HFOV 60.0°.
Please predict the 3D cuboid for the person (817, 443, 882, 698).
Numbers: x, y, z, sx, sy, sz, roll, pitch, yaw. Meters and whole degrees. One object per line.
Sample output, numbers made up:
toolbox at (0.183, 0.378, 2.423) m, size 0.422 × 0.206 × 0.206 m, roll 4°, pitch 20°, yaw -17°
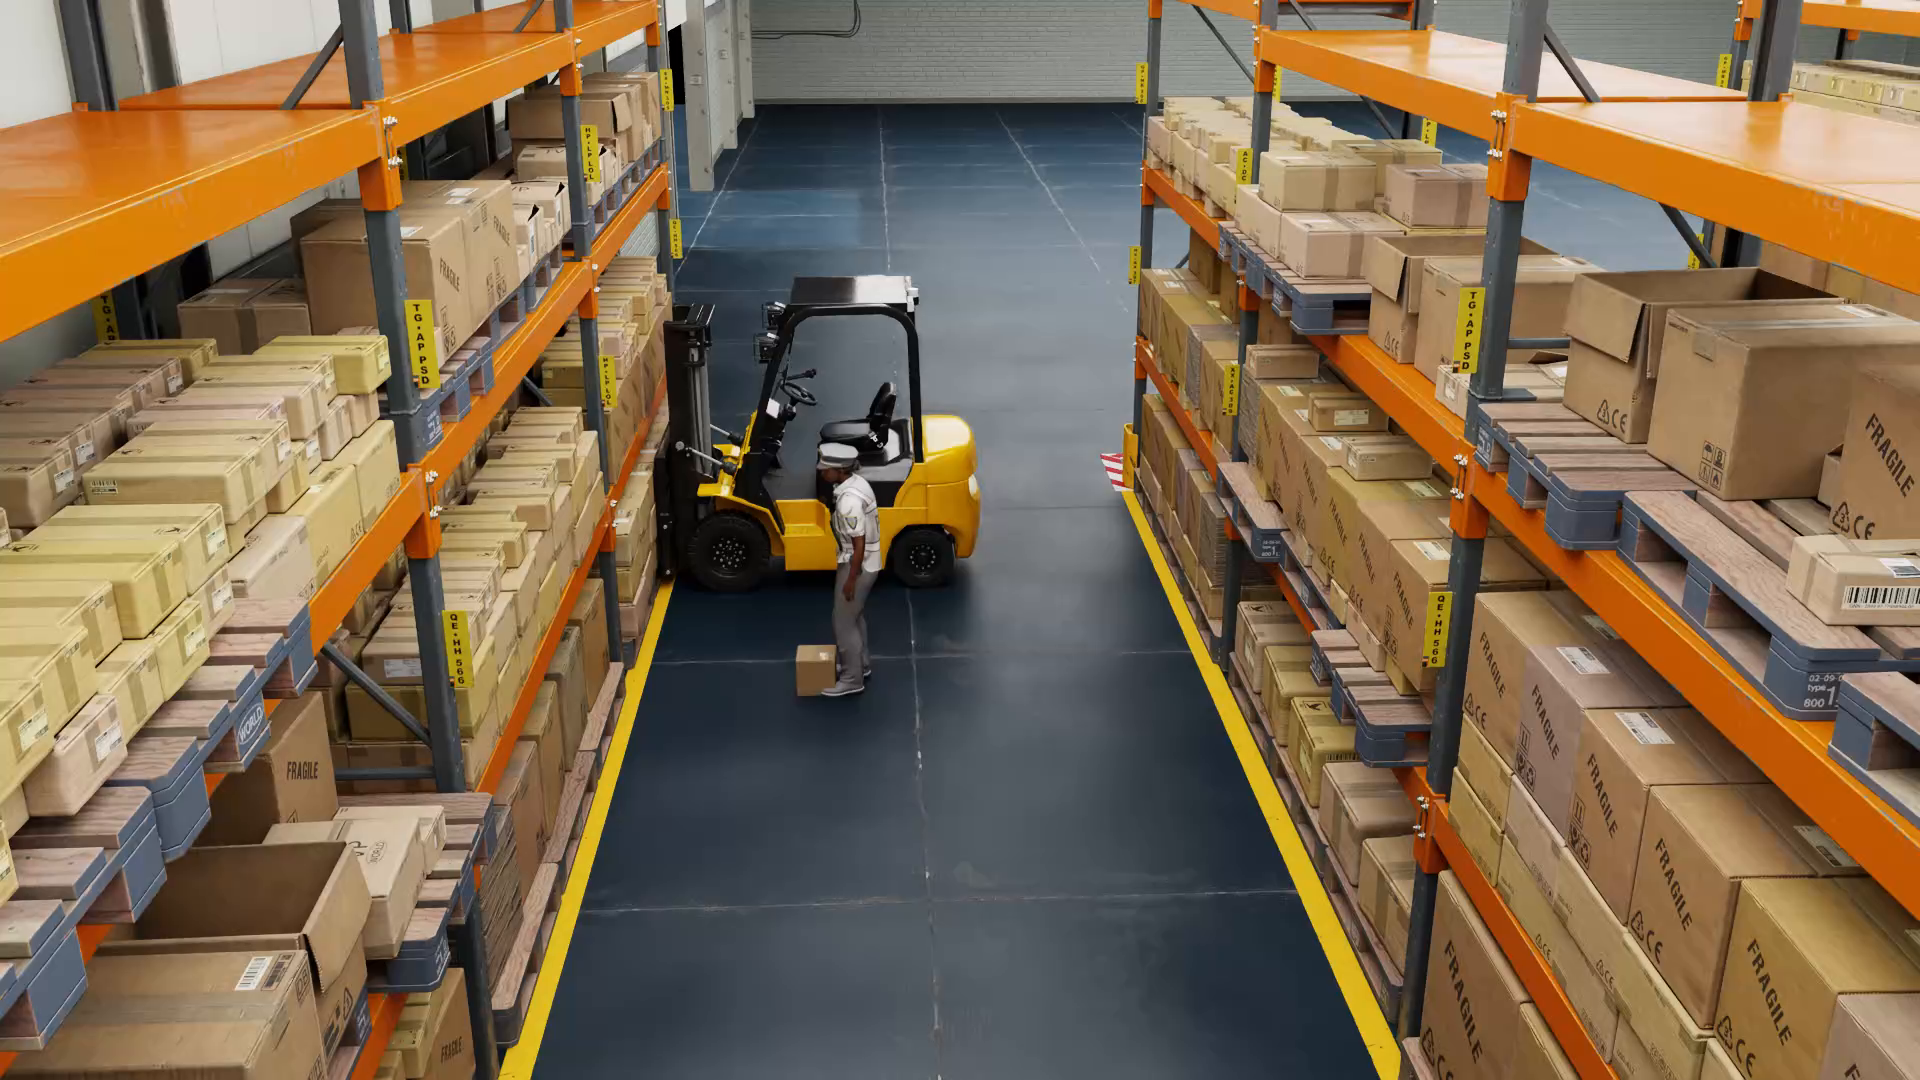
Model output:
person at (-0.712, 0.181, 10.600) m, size 0.426 × 1.656 × 0.512 m, roll -2°, pitch 21°, yaw -5°
